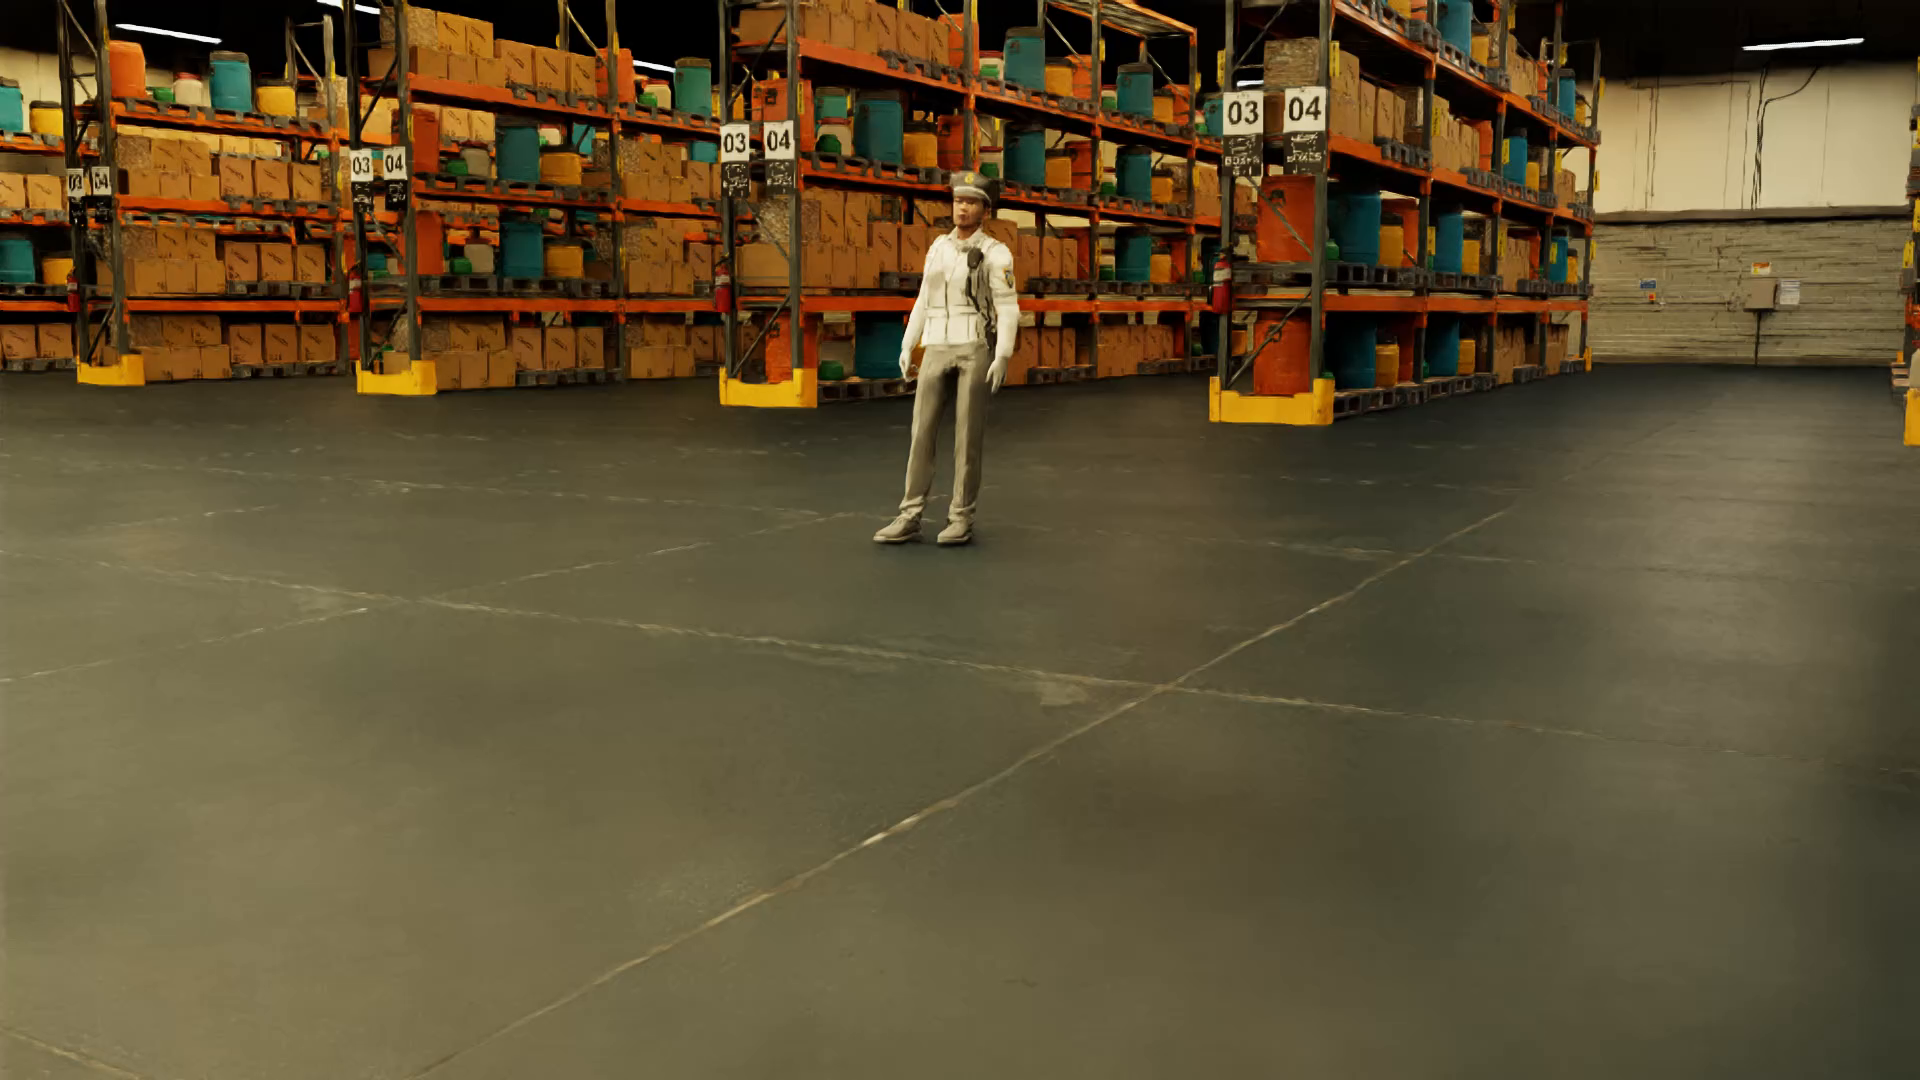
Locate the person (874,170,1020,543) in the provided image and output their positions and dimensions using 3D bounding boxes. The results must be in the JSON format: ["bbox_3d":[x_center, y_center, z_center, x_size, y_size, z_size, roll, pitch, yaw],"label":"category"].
[{"bbox_3d":[-0.039,-0.839,7.642,0.586,1.695,0.532,4,9,29],"label":"person"}]
